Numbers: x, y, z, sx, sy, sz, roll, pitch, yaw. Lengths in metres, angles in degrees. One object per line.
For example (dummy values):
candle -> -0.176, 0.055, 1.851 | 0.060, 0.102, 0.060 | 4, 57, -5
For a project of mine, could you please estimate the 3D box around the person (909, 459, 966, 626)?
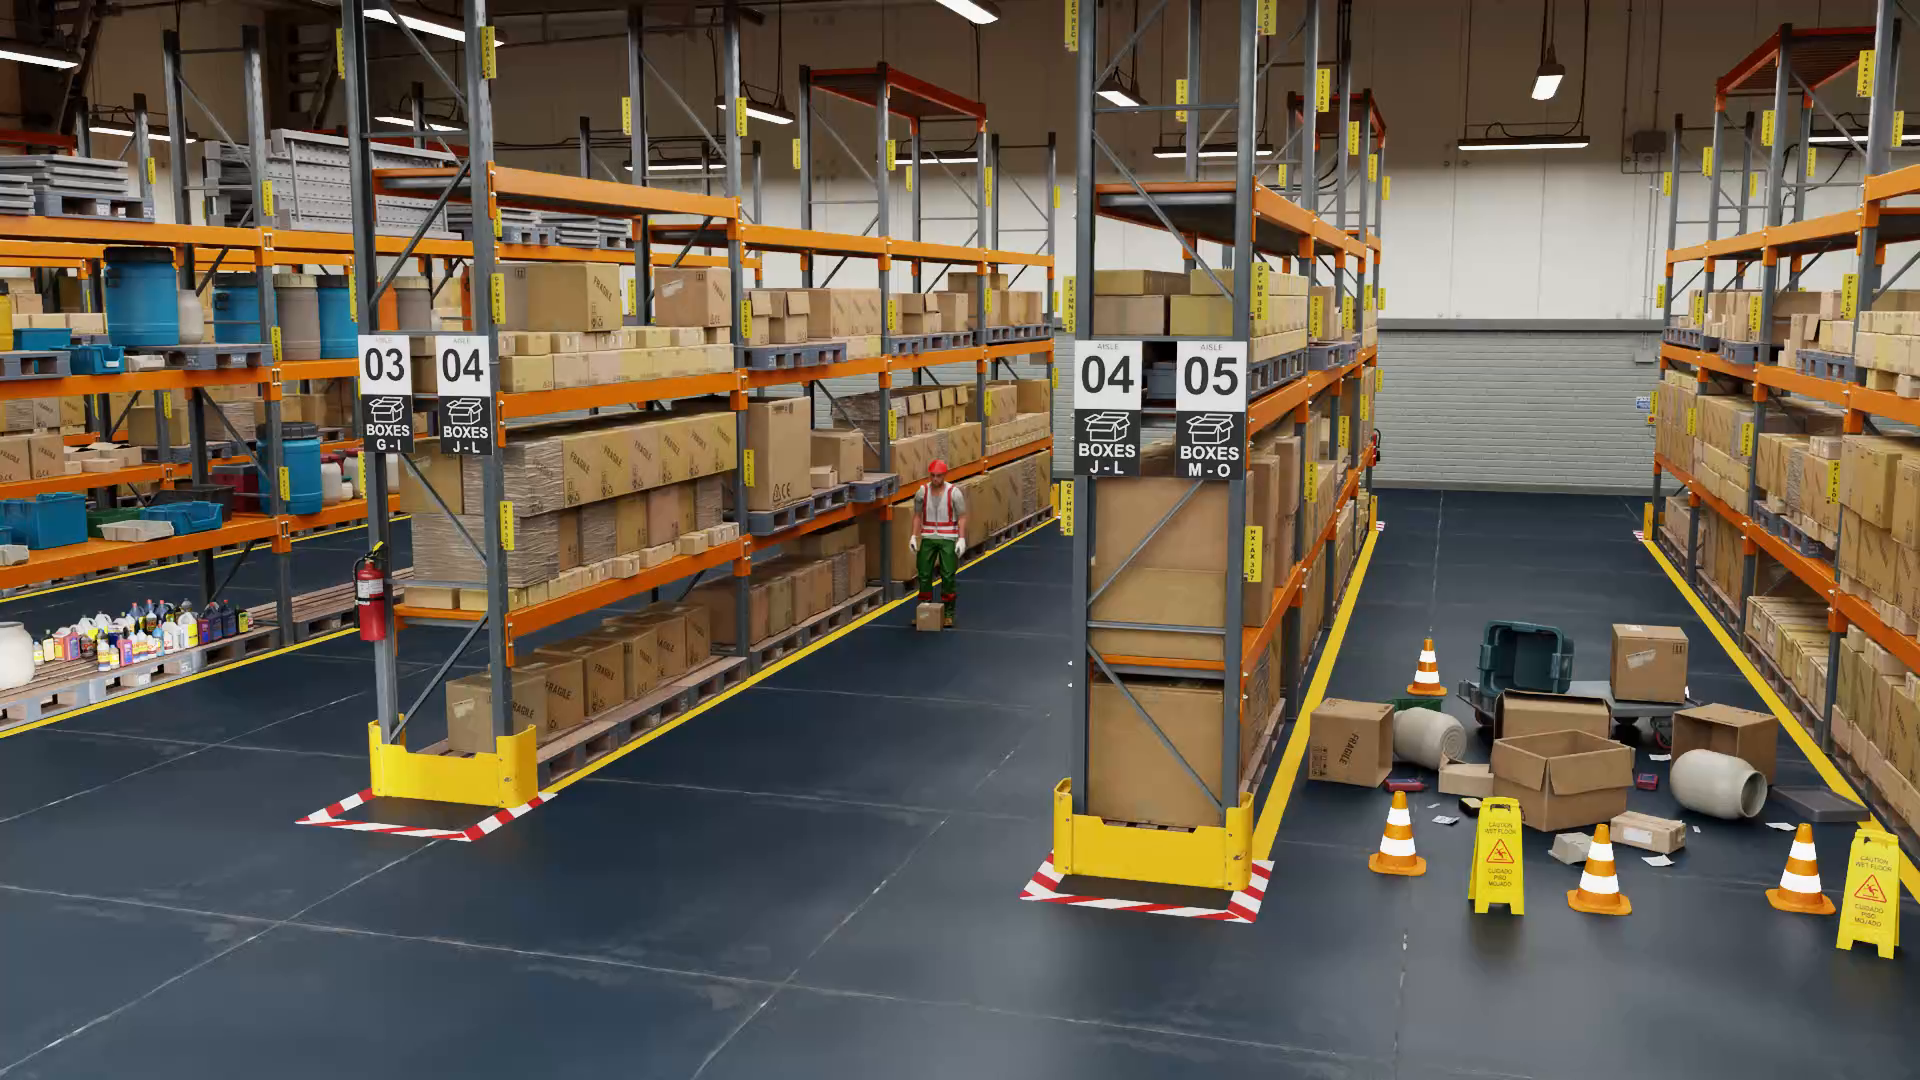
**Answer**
person -> -0.235, 0.025, 17.603 | 0.619, 1.779, 0.455 | 2, 9, 15
